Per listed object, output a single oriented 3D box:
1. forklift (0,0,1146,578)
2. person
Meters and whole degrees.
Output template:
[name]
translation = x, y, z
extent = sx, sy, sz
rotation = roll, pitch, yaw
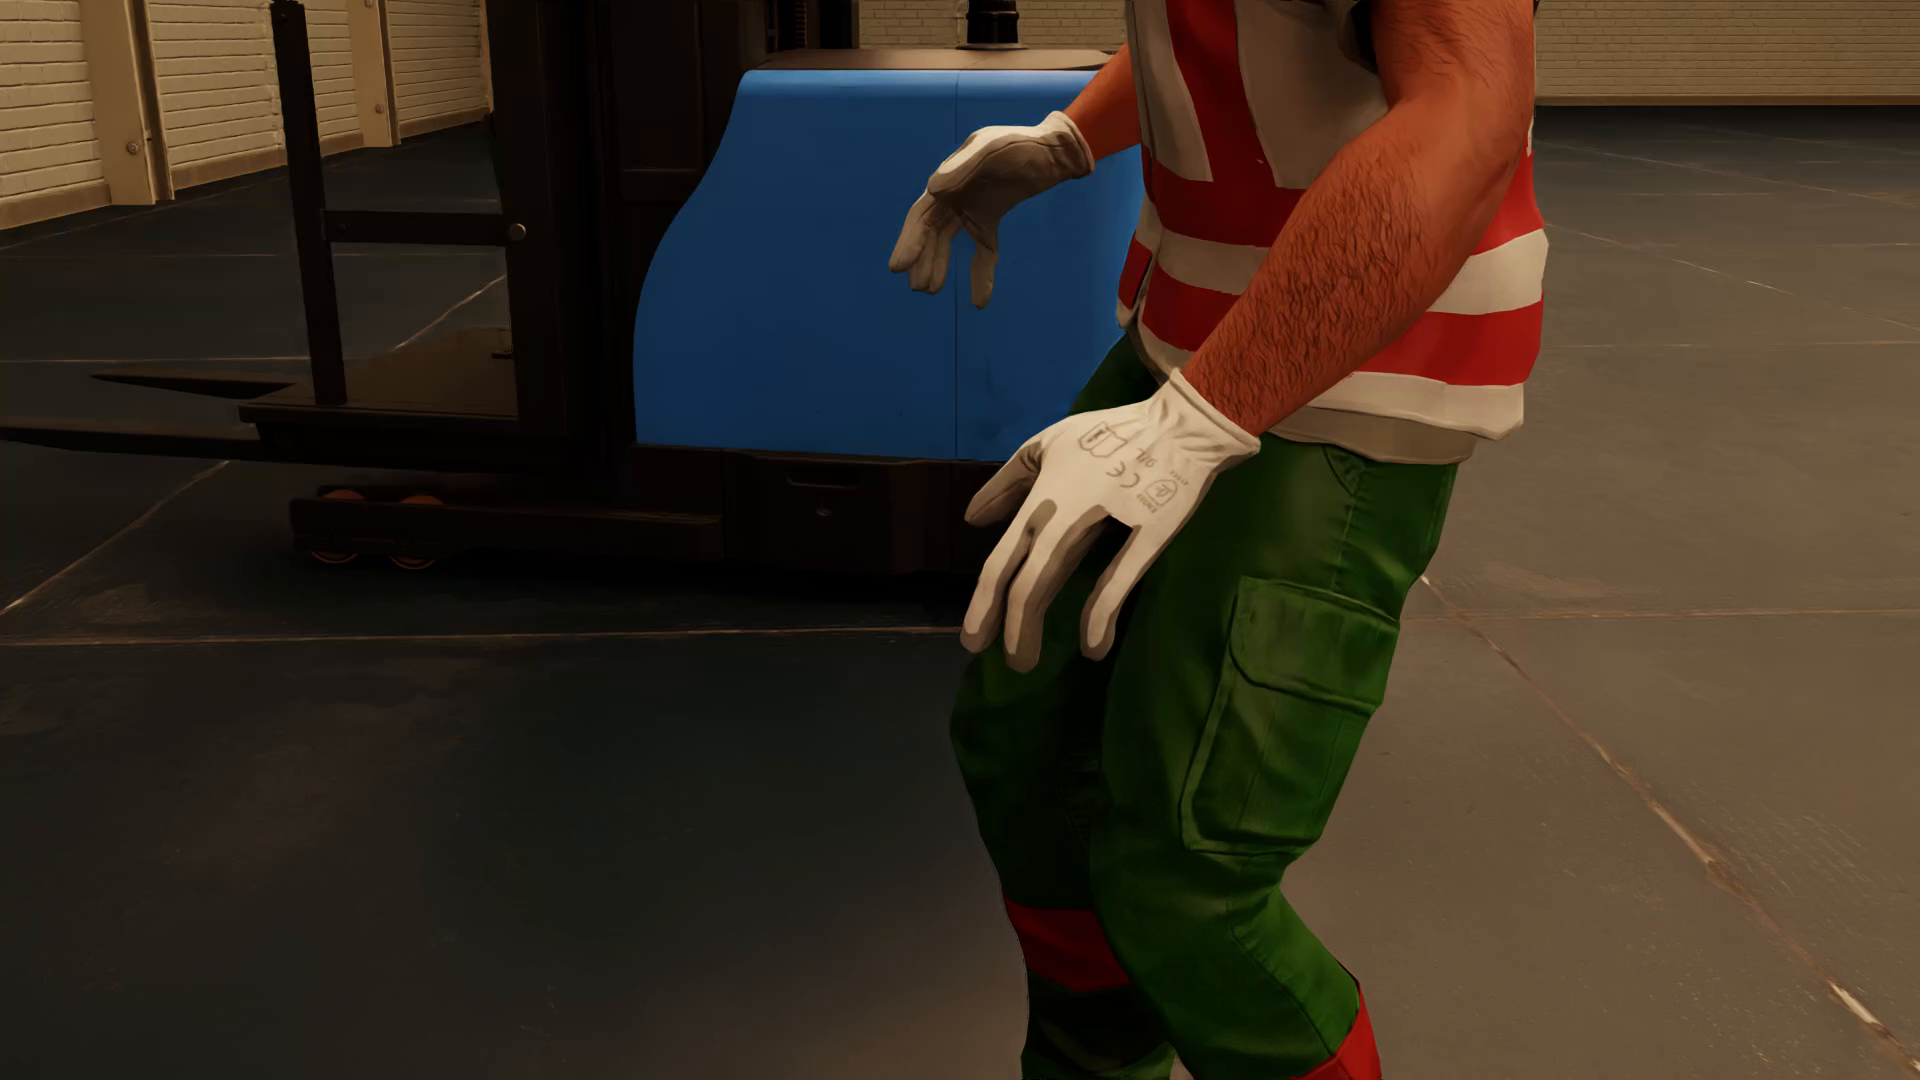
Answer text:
[forklift]
translation = -1.022, -1.481, 3.750
extent = 3.031, 2.935, 1.130
rotation = 4, 17, 11
[person]
translation = 0.204, -0.107, 1.353
extent = 0.520, 1.728, 0.763
rotation = -3, 17, -10
